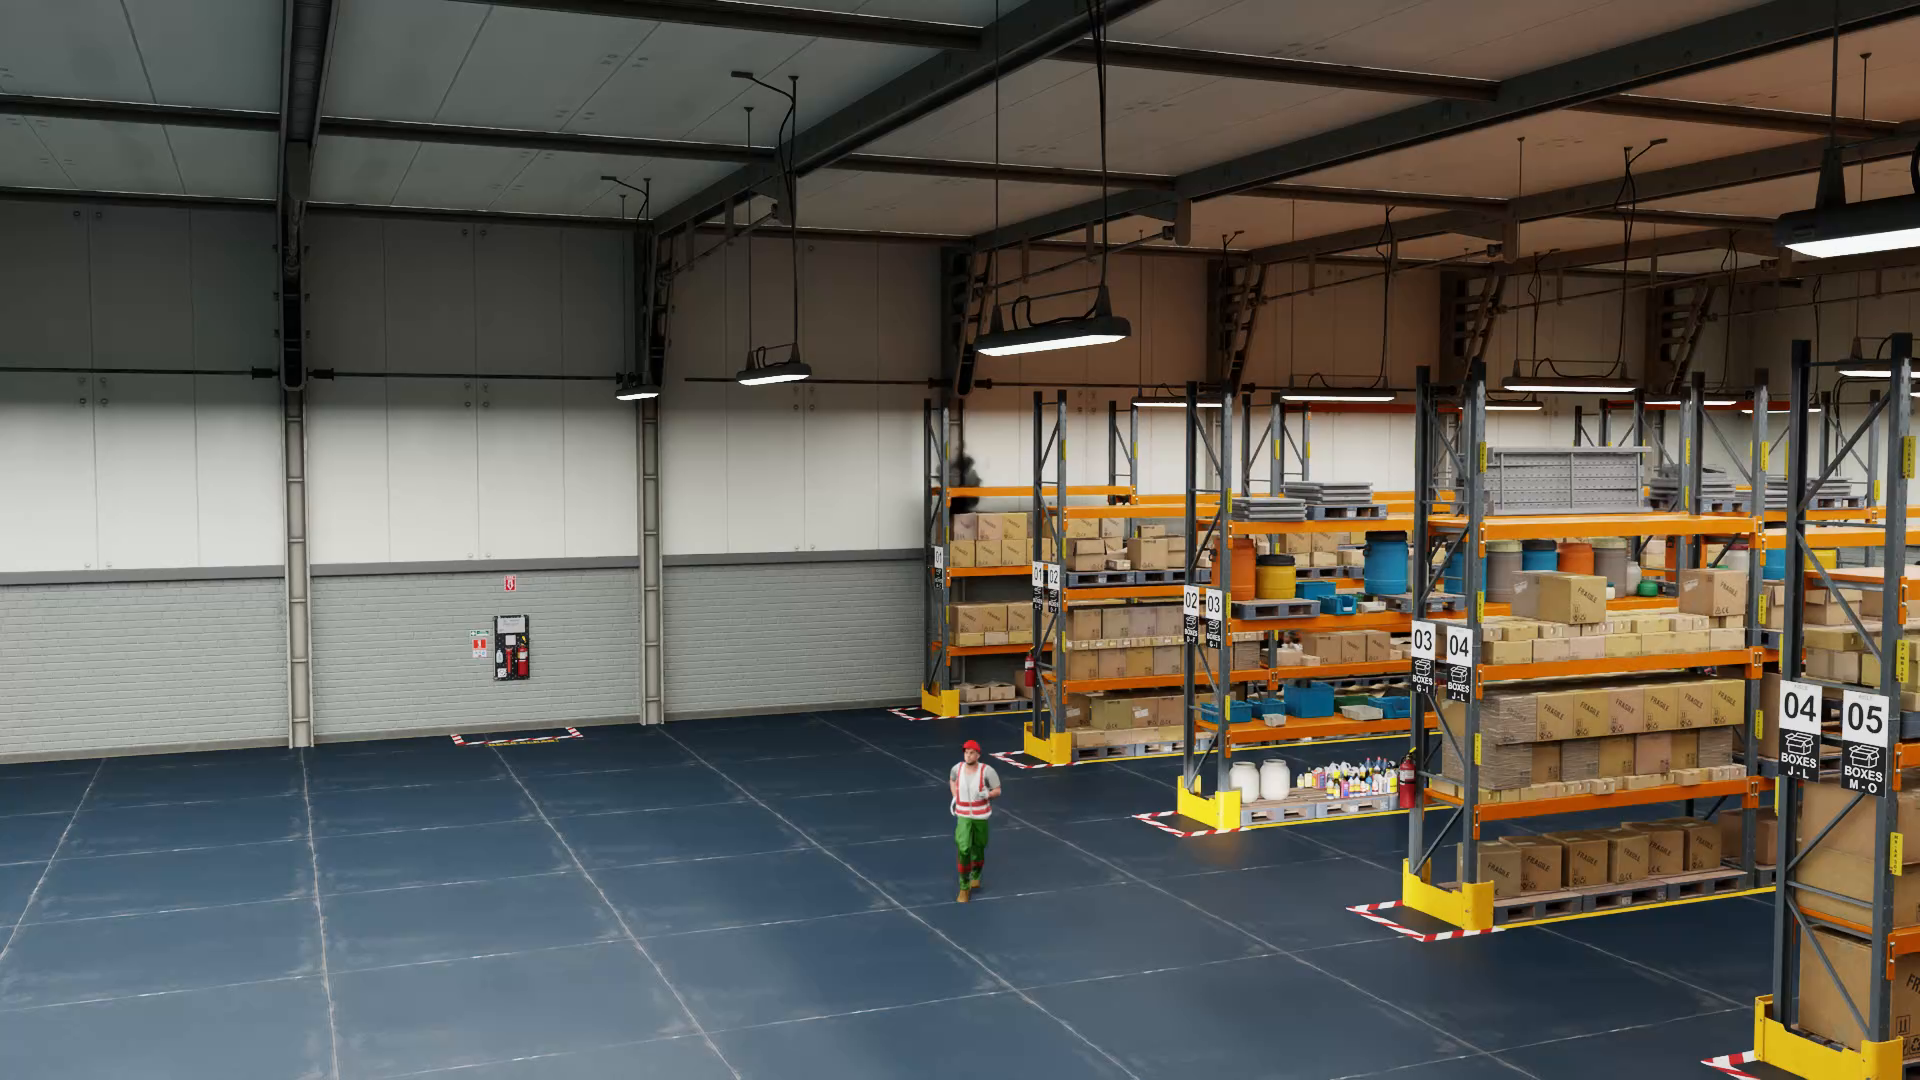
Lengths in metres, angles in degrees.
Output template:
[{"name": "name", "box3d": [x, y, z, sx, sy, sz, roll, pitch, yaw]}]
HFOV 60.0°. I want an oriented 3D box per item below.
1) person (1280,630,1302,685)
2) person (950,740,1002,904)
[{"name": "person", "box3d": [6.208, 2.498, 31.048, 0.892, 1.681, 0.600, -2, 4, -34]}, {"name": "person", "box3d": [0.166, 3.176, 18.833, 0.616, 1.851, 0.779, 0, 3, 7]}]
